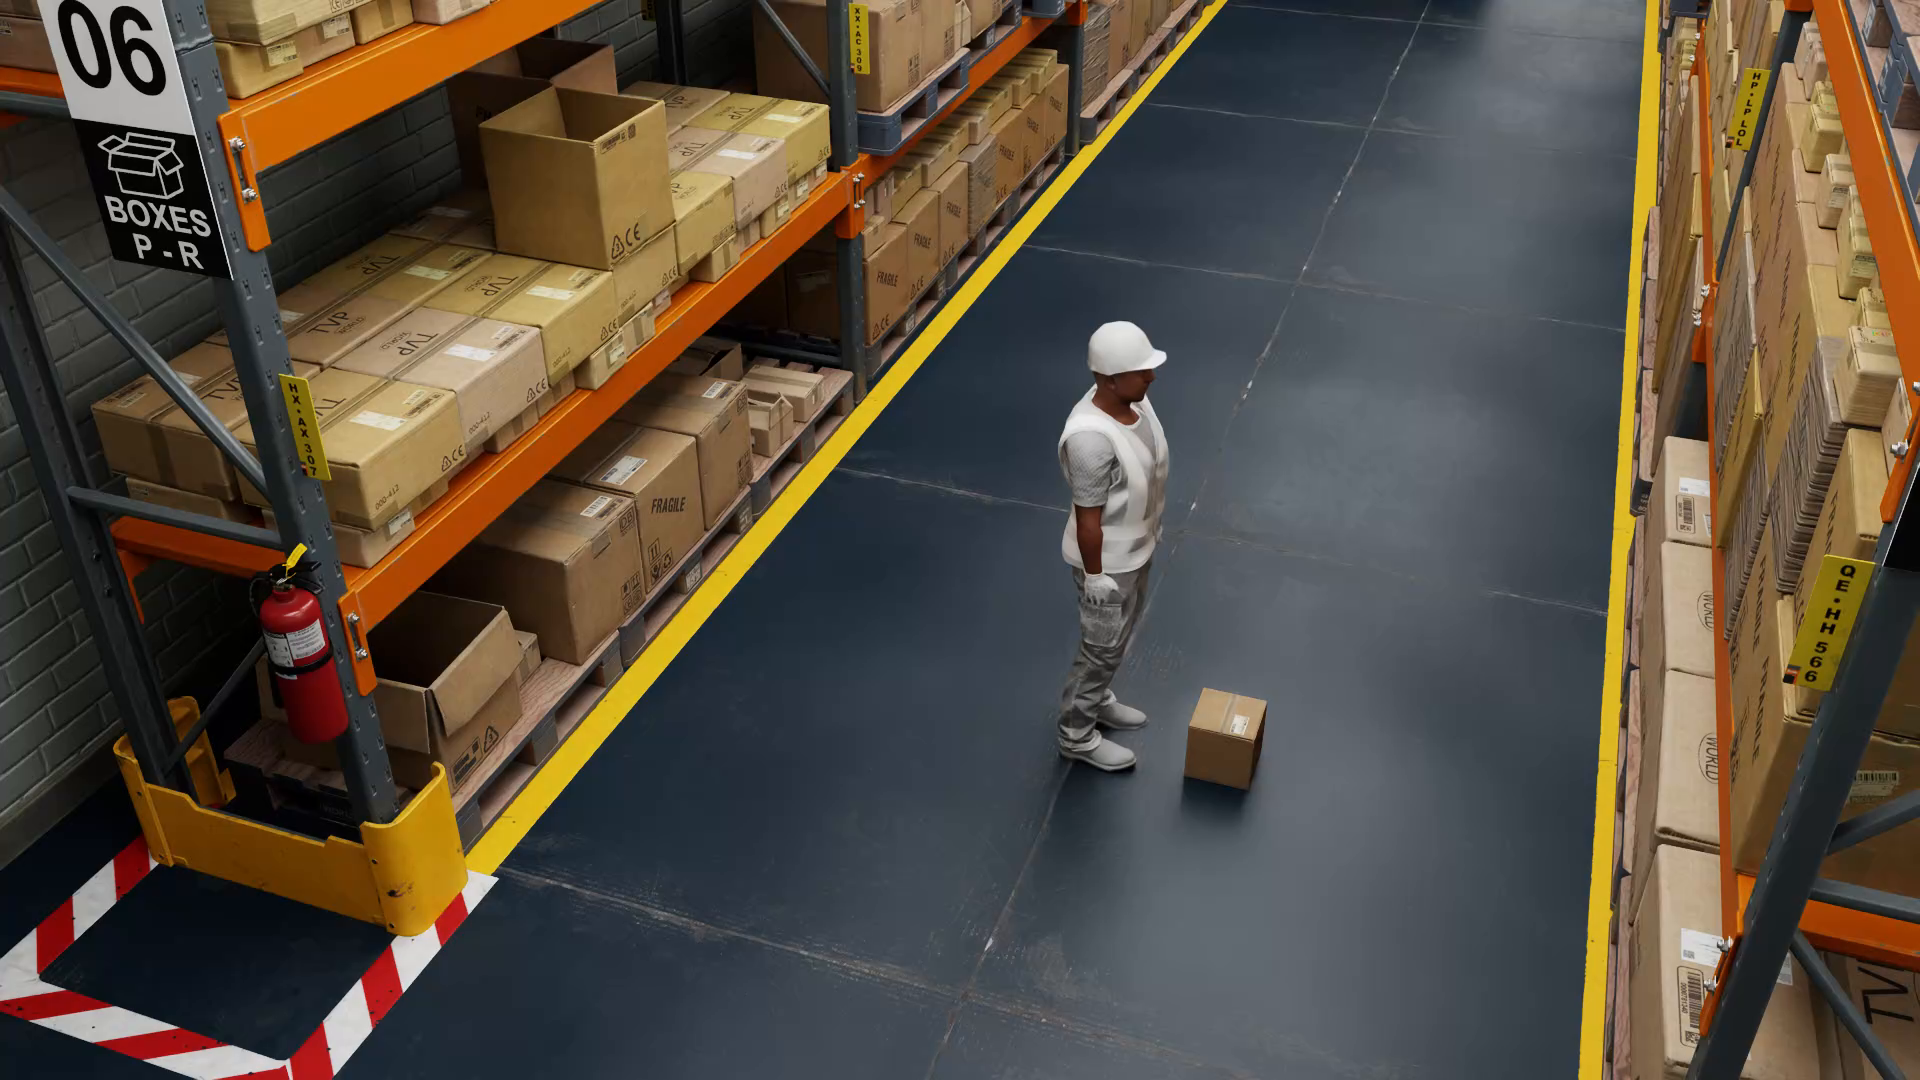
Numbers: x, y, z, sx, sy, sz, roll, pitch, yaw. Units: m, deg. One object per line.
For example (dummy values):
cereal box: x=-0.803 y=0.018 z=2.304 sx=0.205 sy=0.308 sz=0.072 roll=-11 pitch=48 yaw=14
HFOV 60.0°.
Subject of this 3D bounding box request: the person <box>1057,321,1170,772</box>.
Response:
person: x=0.561 y=0.028 z=6.089 sx=0.361 sy=1.789 sz=0.545 roll=12 pitch=35 yaw=18
